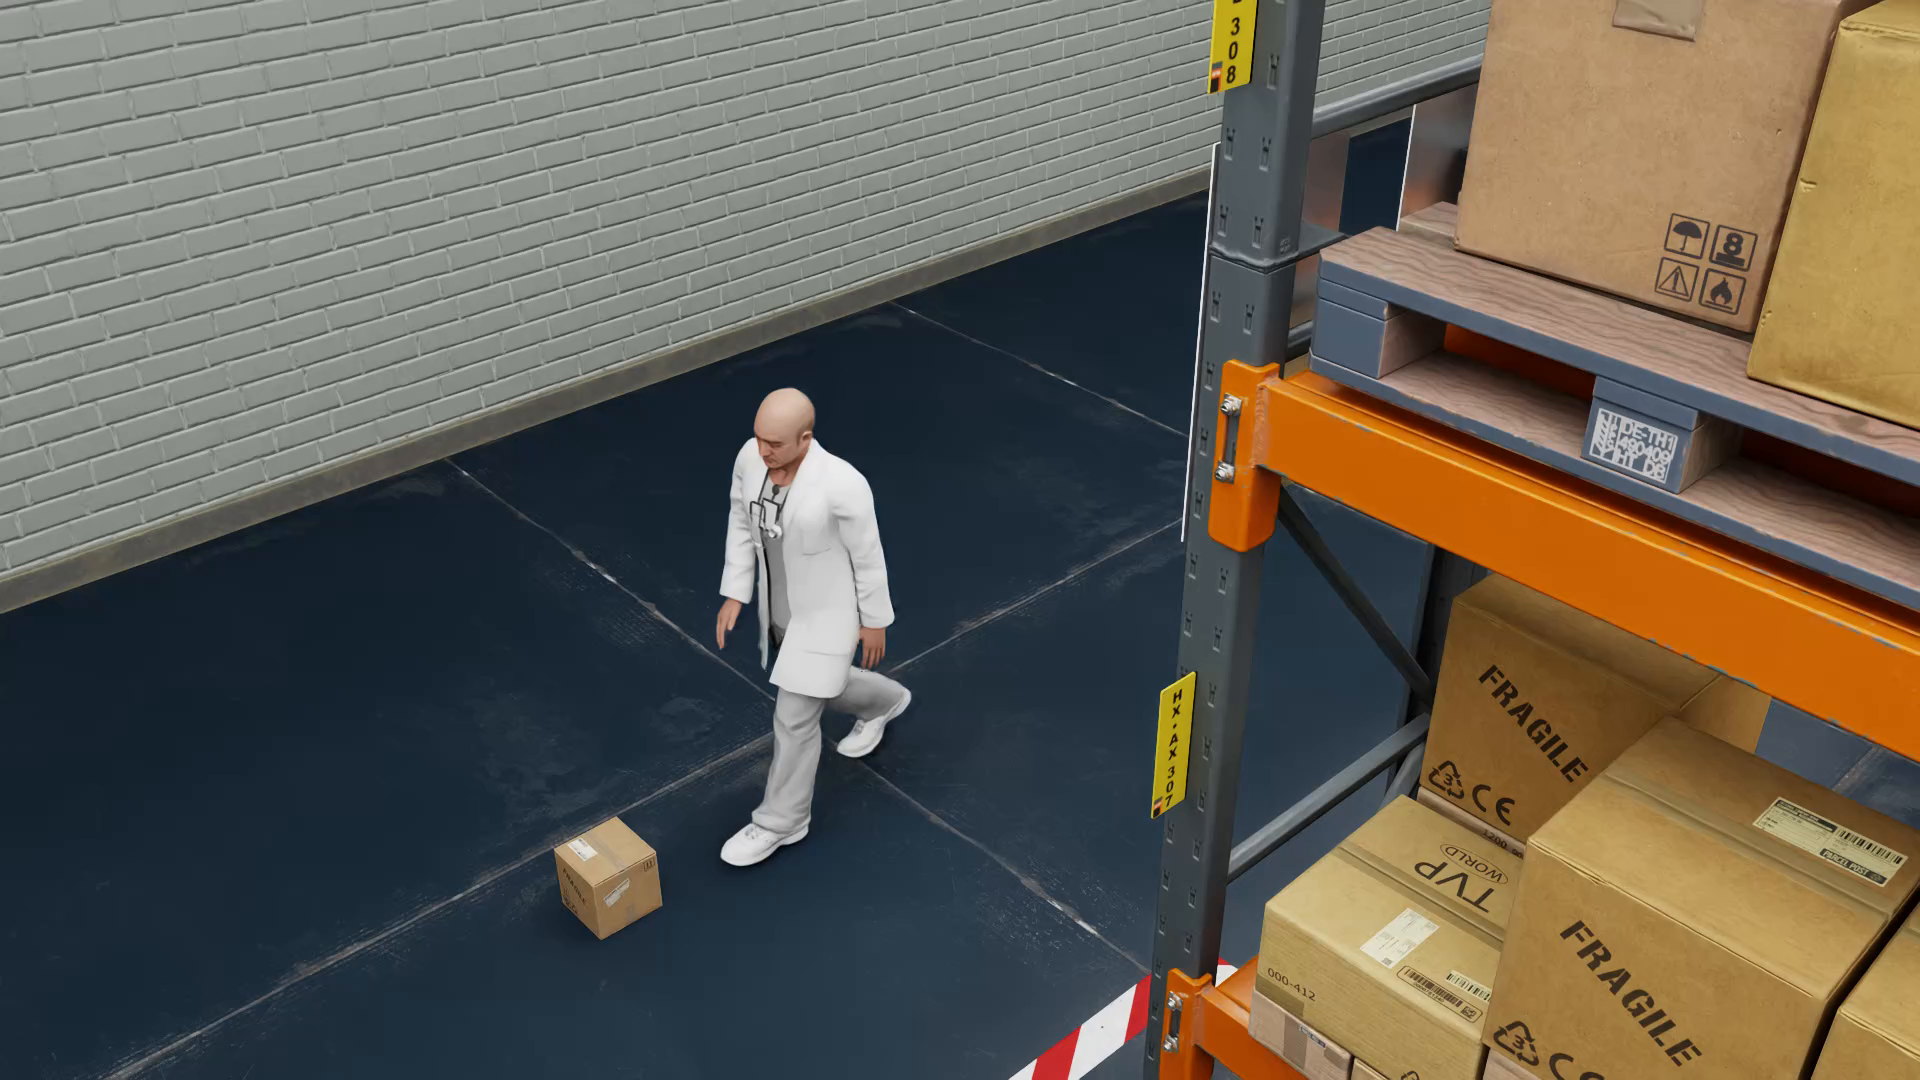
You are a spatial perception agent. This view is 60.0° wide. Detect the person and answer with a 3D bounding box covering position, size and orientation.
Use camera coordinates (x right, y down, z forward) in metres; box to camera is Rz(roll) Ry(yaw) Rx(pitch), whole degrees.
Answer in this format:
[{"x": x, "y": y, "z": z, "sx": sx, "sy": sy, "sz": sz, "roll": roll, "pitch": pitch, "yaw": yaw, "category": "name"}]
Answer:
[{"x": -0.515, "y": 0.225, "z": 5.778, "sx": 1.023, "sy": 1.746, "sz": 0.587, "roll": -27, "pitch": 41, "yaw": -37, "category": "person"}]
